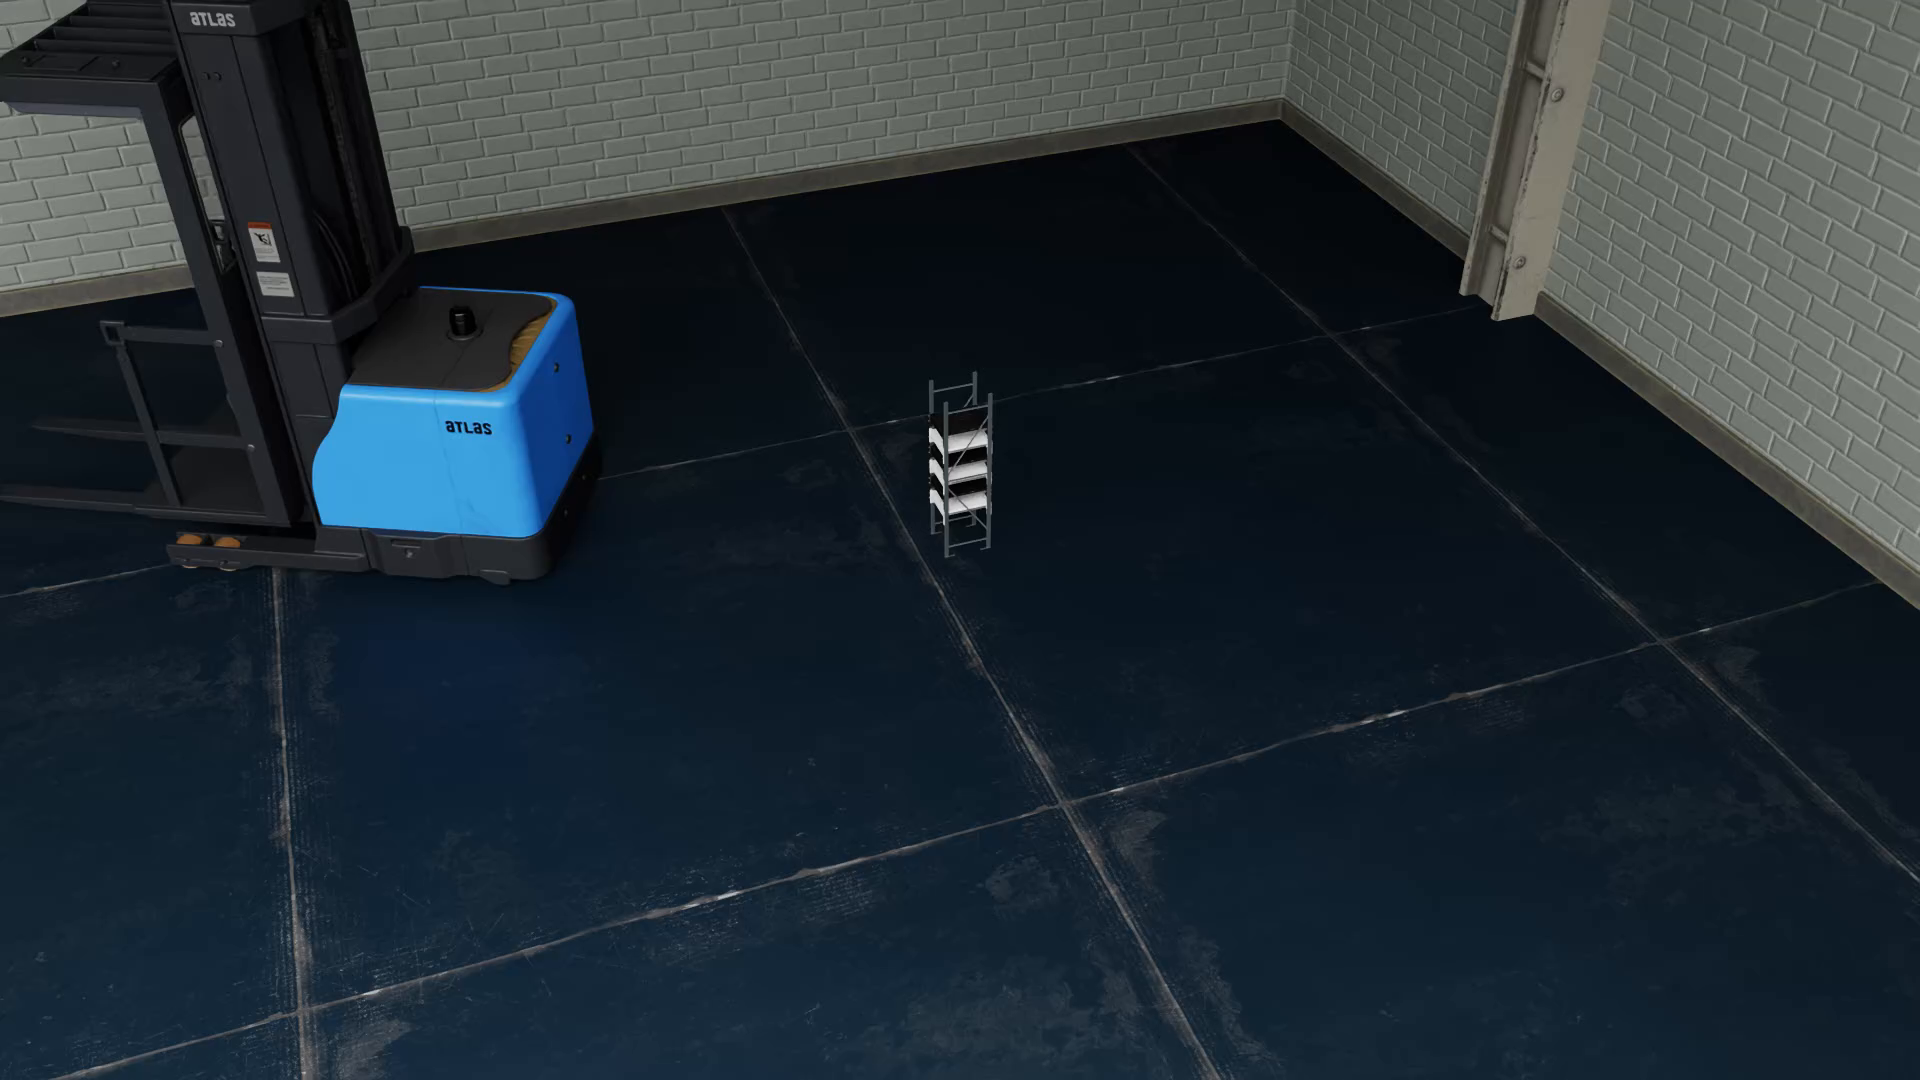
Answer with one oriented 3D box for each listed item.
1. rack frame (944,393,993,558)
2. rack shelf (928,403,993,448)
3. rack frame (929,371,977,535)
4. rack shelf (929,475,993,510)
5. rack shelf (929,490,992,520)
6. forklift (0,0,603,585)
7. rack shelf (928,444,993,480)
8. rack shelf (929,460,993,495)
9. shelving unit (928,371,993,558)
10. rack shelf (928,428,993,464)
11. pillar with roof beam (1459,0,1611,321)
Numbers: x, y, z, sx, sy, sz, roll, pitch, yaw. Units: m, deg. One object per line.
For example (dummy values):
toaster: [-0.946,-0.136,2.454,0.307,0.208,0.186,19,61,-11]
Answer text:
rack frame: [0.038,-0.297,7.957,0.240,0.900,0.006,-12,39,-16]
rack shelf: [0.003,-0.544,7.891,0.258,0.077,0.200,-12,39,-16]
rack frame: [-0.032,-0.412,8.110,0.240,0.900,0.006,-12,39,-16]
rack shelf: [0.003,-0.256,8.108,0.258,0.077,0.200,-12,39,-16]
rack shelf: [0.003,-0.184,8.162,0.258,0.077,0.200,-12,39,-16]
forklift: [-3.420,-1.330,7.641,3.031,2.935,1.130,4,37,5]
rack shelf: [0.003,-0.400,7.999,0.258,0.077,0.200,-12,39,-16]
rack shelf: [0.003,-0.328,8.054,0.258,0.077,0.200,-12,39,-16]
shelving unit: [0.003,-0.355,8.034,0.258,0.900,0.210,-12,39,-16]
rack shelf: [0.003,-0.472,7.945,0.258,0.077,0.200,-12,39,-16]
pillar with roof beam: [-0.723,-4.171,6.368,9.100,9.000,0.400,-12,39,-16]
